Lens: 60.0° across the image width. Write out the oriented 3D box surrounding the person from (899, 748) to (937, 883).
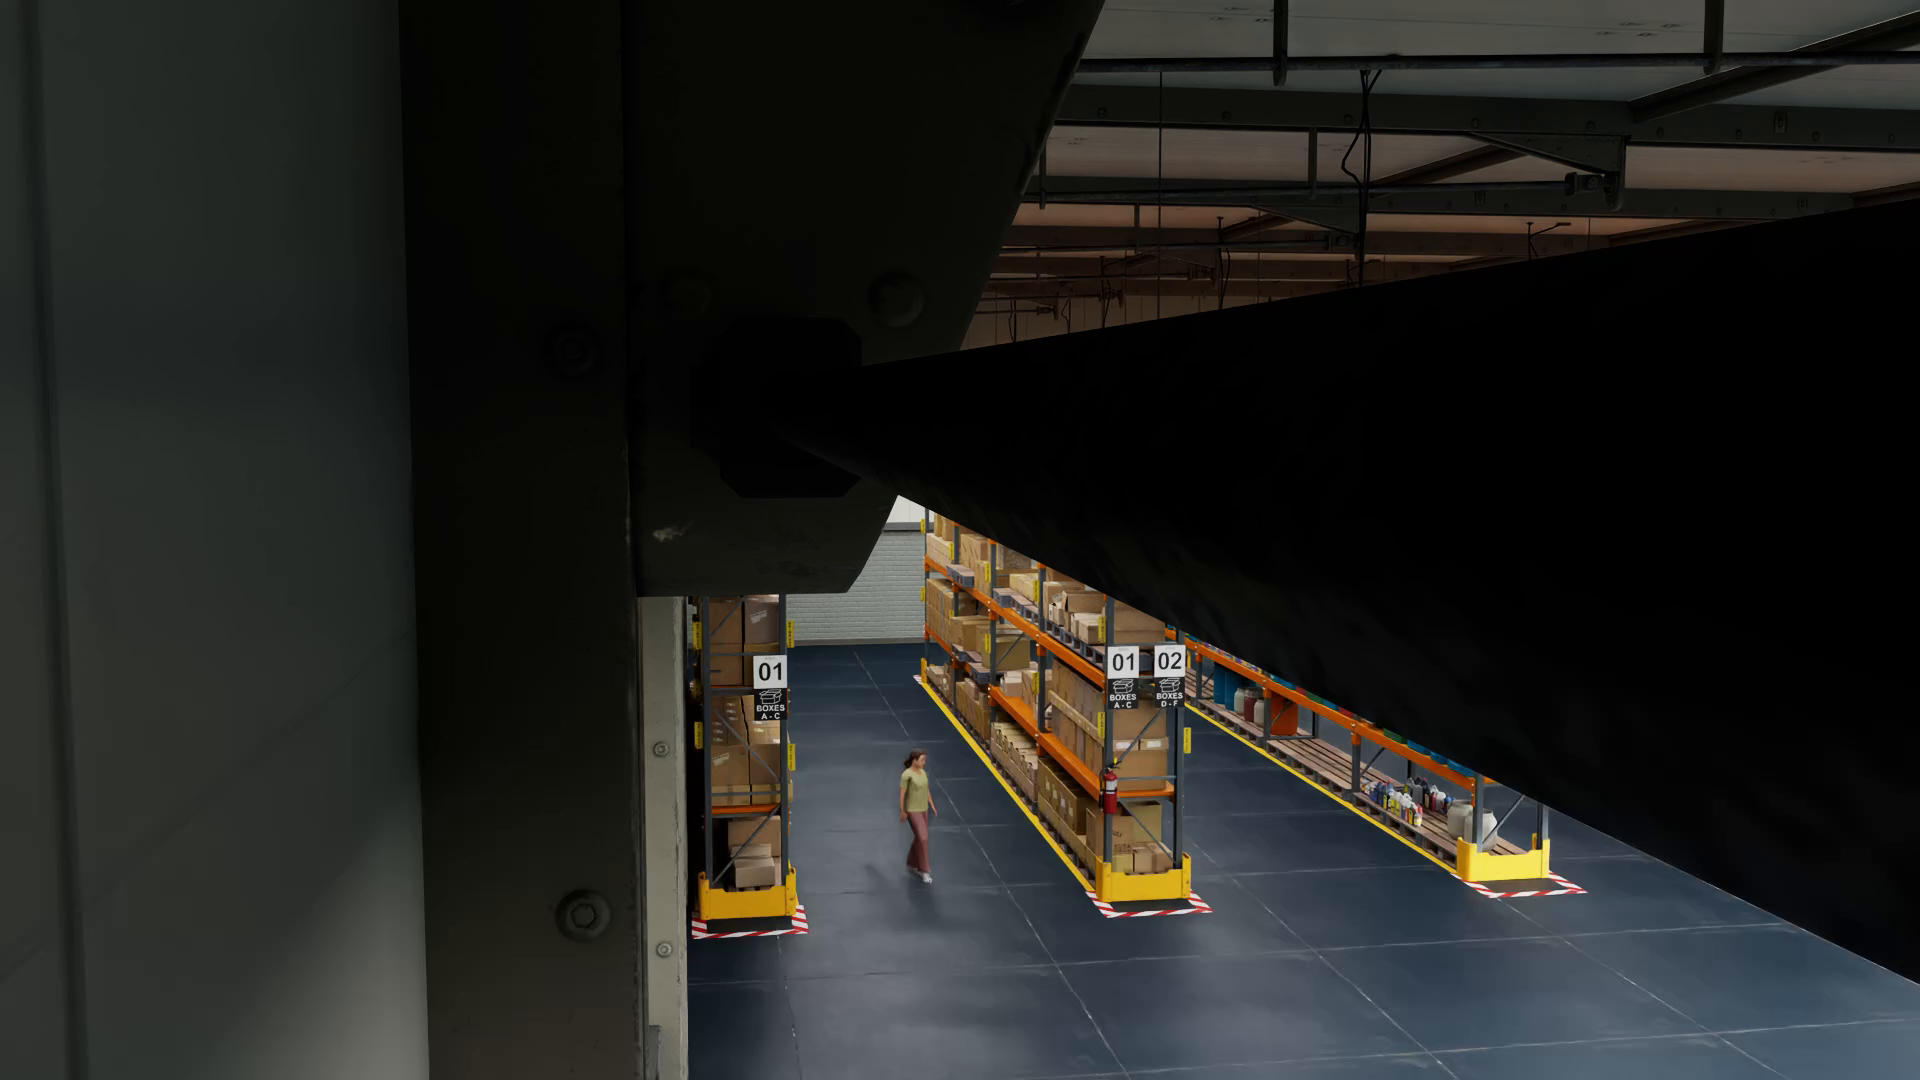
[{"bbox_3d":[-0.498,3.607,21.802,0.592,1.699,0.470,4,6,36],"label":"person"}]
